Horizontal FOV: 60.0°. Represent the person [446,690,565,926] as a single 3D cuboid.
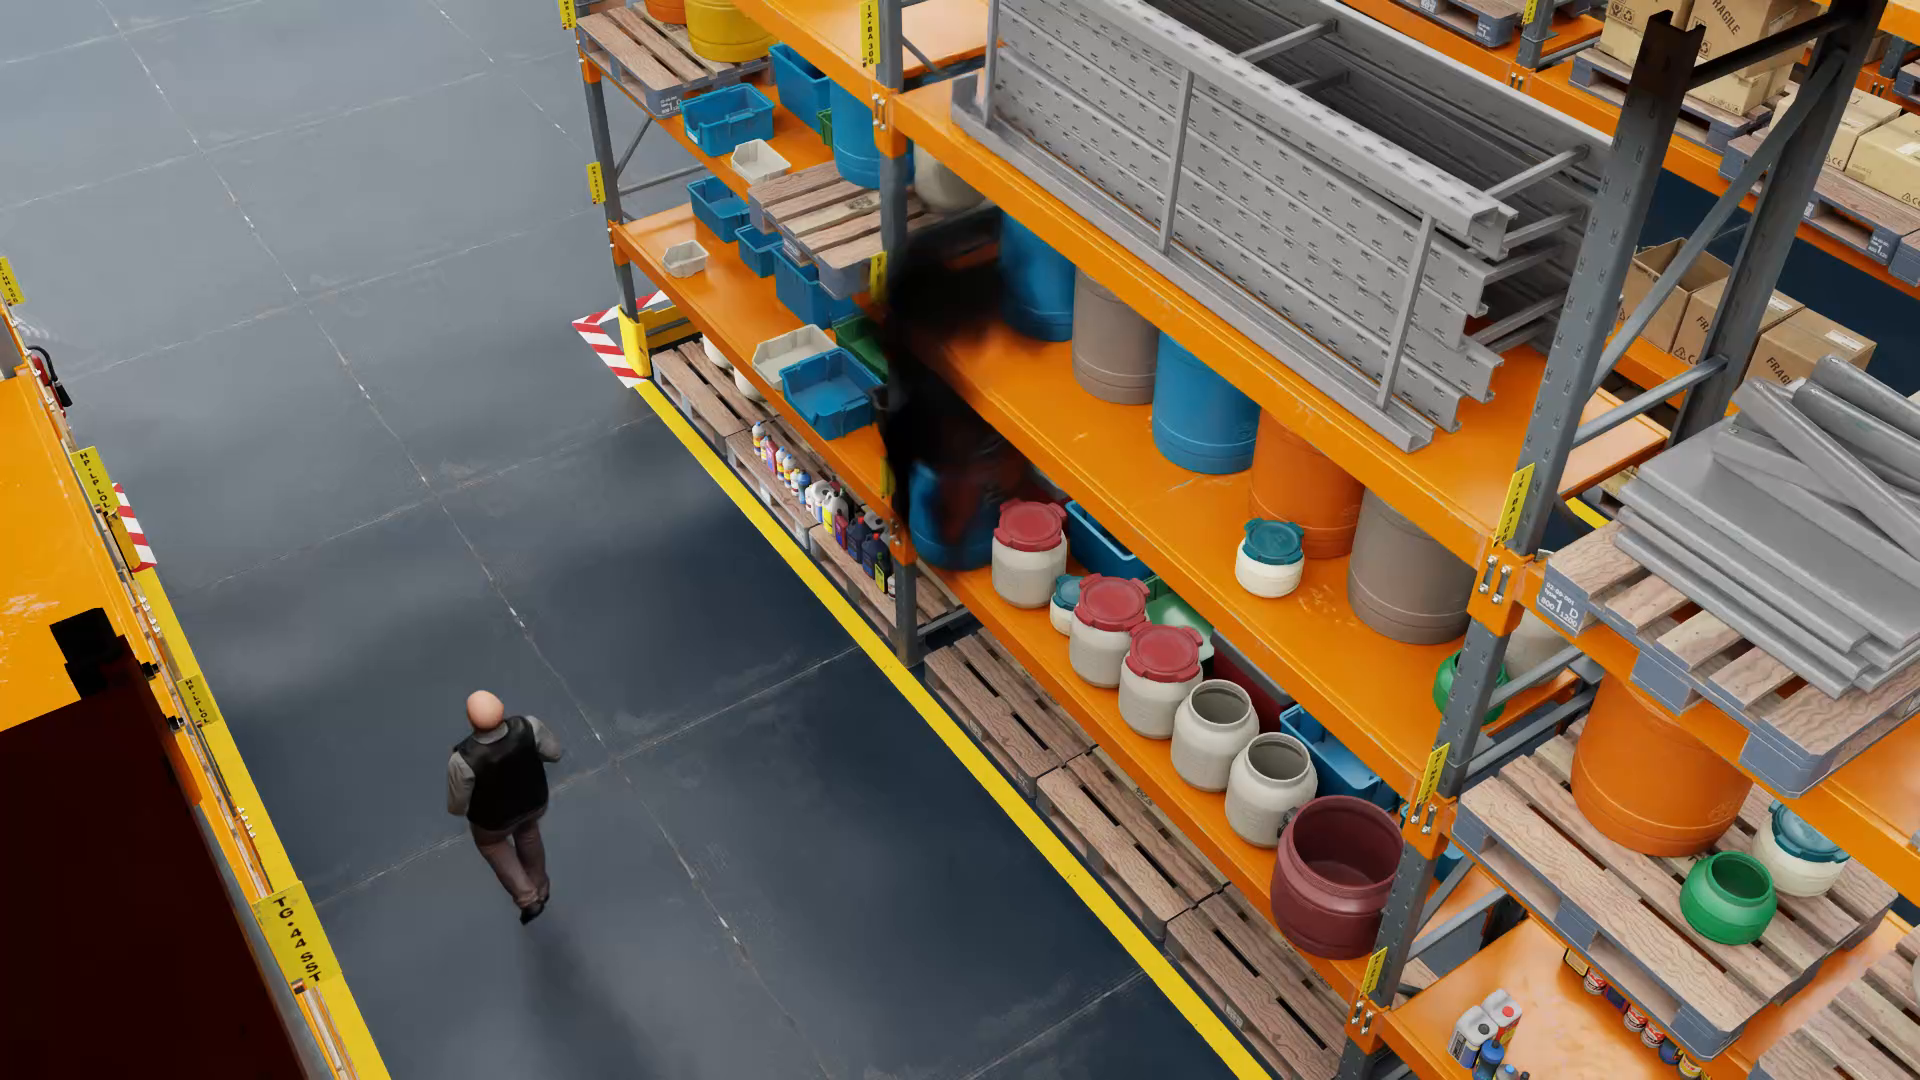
[{"bbox_3d":[-2.349,1.350,8.630,0.657,1.691,0.561,-28,49,-27],"label":"person"}]
